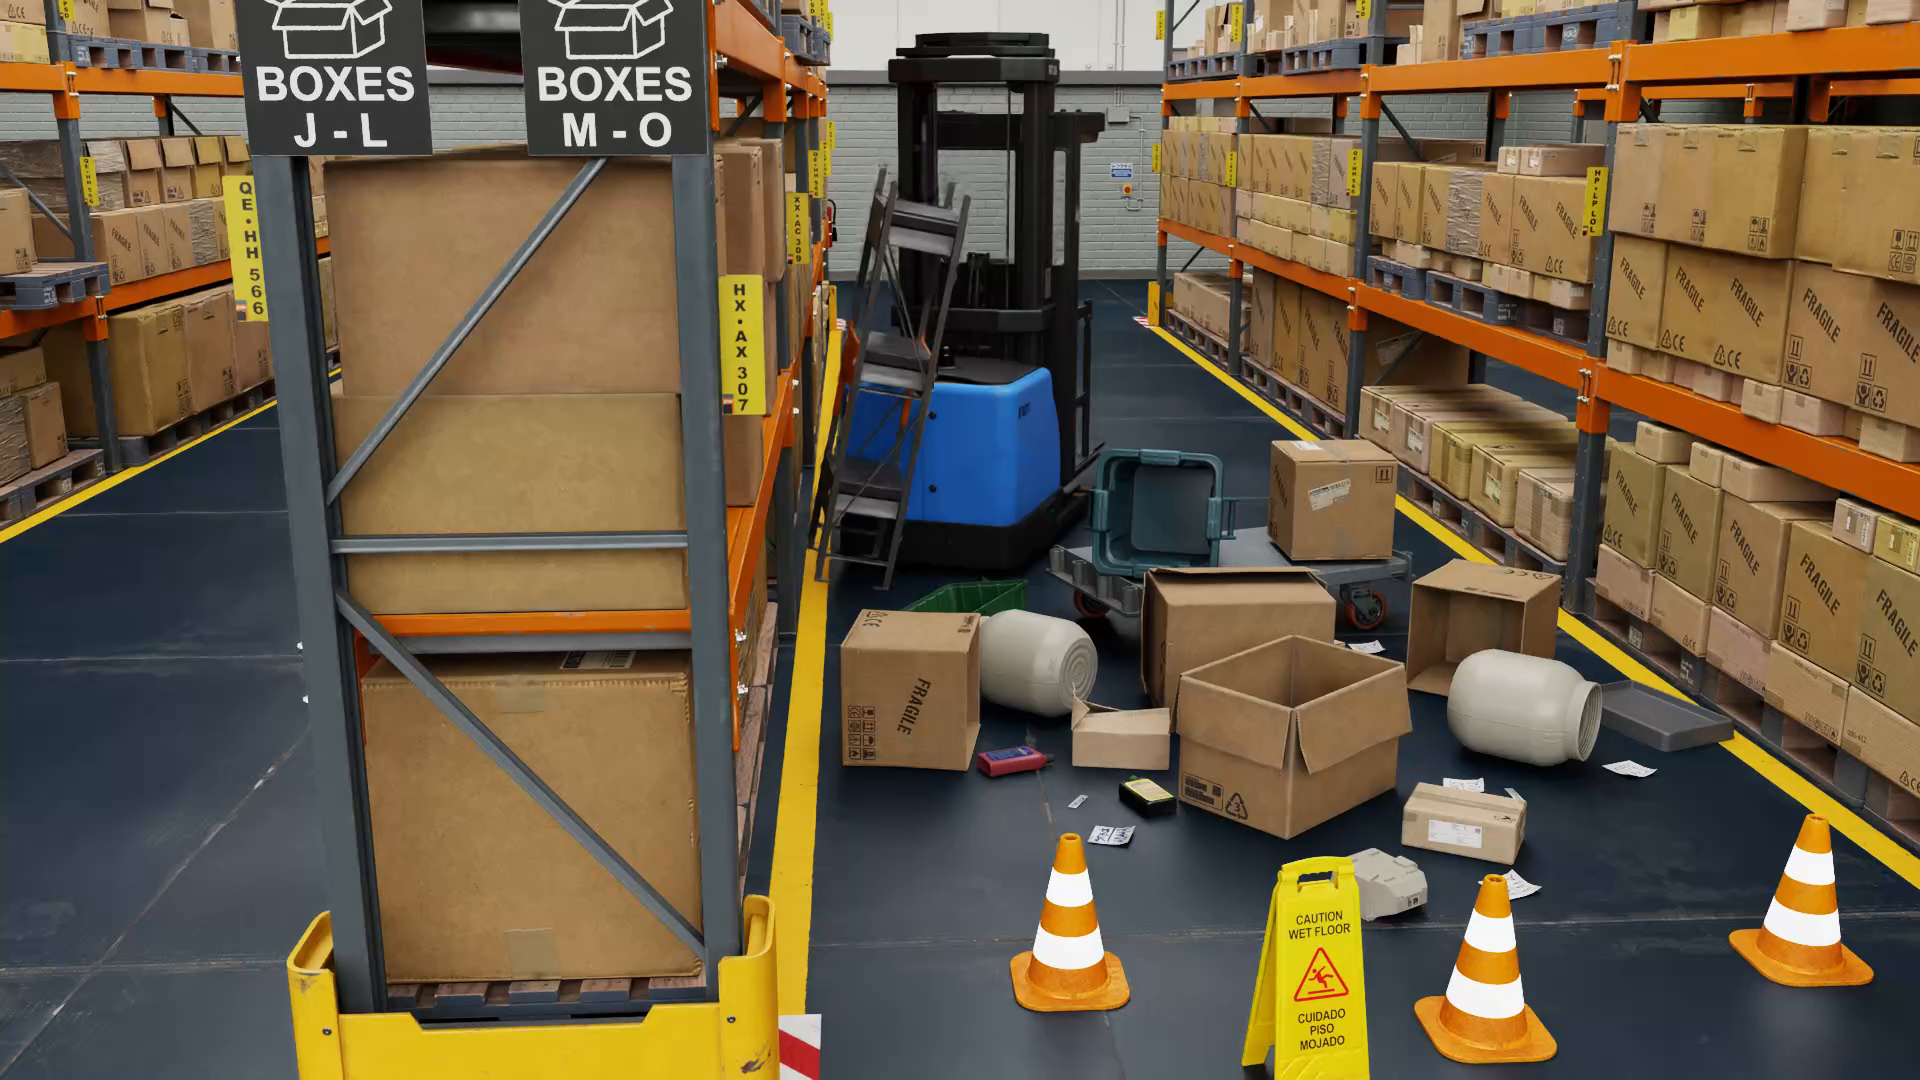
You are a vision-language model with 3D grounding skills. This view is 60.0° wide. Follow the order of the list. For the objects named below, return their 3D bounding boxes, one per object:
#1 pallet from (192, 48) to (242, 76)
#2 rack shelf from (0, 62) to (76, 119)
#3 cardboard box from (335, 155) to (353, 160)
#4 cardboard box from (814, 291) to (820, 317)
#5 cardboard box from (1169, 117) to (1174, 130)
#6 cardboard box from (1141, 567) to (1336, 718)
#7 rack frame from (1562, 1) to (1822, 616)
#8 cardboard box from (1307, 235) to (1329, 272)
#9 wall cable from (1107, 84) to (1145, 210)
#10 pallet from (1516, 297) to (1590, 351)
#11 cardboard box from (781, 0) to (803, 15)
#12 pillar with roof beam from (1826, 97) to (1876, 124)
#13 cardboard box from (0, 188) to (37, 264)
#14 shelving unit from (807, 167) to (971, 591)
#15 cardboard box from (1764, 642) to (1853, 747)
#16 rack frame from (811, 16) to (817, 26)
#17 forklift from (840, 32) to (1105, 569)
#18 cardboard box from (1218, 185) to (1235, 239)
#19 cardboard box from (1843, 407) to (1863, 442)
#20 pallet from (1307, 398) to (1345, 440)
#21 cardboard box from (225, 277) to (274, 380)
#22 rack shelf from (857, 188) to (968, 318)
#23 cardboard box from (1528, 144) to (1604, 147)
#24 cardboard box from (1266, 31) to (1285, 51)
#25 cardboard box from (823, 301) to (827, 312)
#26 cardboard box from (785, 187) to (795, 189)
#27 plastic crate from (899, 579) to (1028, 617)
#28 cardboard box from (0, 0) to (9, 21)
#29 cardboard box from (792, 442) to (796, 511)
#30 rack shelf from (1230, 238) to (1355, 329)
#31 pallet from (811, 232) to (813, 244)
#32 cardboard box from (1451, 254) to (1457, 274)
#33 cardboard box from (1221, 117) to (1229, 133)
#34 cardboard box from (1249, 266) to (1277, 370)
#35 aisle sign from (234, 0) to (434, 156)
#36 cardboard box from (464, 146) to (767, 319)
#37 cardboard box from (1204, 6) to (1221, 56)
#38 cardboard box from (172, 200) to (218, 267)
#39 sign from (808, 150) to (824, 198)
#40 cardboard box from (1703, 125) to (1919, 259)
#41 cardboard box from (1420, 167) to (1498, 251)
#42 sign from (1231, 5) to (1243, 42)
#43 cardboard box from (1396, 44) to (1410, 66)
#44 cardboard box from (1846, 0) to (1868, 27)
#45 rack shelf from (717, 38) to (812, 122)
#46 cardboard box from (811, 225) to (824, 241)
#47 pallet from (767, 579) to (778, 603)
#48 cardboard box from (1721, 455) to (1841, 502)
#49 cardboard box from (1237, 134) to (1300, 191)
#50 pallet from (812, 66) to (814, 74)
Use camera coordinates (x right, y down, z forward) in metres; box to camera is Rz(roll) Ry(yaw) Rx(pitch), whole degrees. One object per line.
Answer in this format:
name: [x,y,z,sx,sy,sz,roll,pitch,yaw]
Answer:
pallet: [-6.655,-4.054,14.128,0.805,0.209,1.217,-1,15,-6]
rack shelf: [-6.390,-2.534,9.278,1.077,0.370,4.000,-1,14,-3]
cardboard box: [-6.717,-4.234,18.661,0.500,0.500,0.500,-1,14,-3]
cardboard box: [-1.488,-2.020,14.525,0.500,0.250,0.500,0,14,-1]
cardboard box: [2.627,-4.824,19.245,0.380,0.149,0.250,-1,14,-2]
cardboard box: [1.171,0.423,7.100,0.797,0.637,0.503,-1,14,-3]
rack frame: [3.625,-1.085,8.223,1.000,3.000,0.127,-1,14,-3]
cardboard box: [3.040,-2.256,13.074,0.500,0.250,0.500,-1,14,-2]
wall cable: [2.509,-5.979,25.141,0.585,1.953,0.123,-1,14,-3]
pallet: [3.723,-1.184,8.995,1.003,0.211,1.213,-1,14,-3]
cardboard box: [-1.170,-3.303,9.580,0.500,0.500,0.500,-1,14,-3]
pillar with roof beam: [4.643,-6.178,15.979,9.100,9.000,0.400,-1,14,-3]
cardboard box: [-6.440,-2.045,10.911,0.500,0.500,0.500,-3,15,-10]
shelving unit: [-0.393,-0.820,8.654,0.431,2.100,0.503,8,18,-13]
cardboard box: [3.492,0.582,6.419,0.500,0.250,0.500,-1,14,-5]
rack frame: [-1.805,-5.878,14.814,1.000,3.000,0.127,-1,14,-3]
forklift: [0.253,-1.581,10.288,1.130,2.935,3.031,5,15,17]
cardboard box: [2.846,-3.234,16.377,0.500,0.500,0.500,-1,14,-3]
cardboard box: [3.561,-0.439,6.216,0.380,0.149,0.250,-1,14,-3]
pallet: [3.404,-0.927,13.204,1.003,0.211,1.213,-1,14,-3]
cardboard box: [-6.702,-1.937,14.956,1.225,0.875,0.875,-1,14,-3]
rack shelf: [-0.252,-1.459,8.448,0.431,0.518,0.480,8,18,-13]
cardboard box: [3.760,-2.387,10.343,0.380,0.149,0.250,-2,15,-6]
cardboard box: [2.859,-4.297,14.315,0.380,0.166,0.250,-2,15,-7]
cardboard box: [-1.656,-2.550,18.199,0.380,0.149,0.250,-1,14,-3]
cardboard box: [-1.411,-2.533,12.318,0.380,0.149,0.250,-1,14,-5]
plastic crate: [0.009,0.374,8.082,0.450,0.188,0.662,-4,11,28]
cardboard box: [-6.192,-3.428,10.105,0.500,0.500,0.500,-1,14,-4]
cardboard box: [-1.493,-0.490,9.584,1.050,0.750,0.750,-1,14,-3]
rack shelf: [3.254,-2.229,14.112,1.077,0.370,4.000,-1,14,-3]
pallet: [-1.720,-2.377,13.630,1.003,0.211,1.213,-1,14,-3]
cardboard box: [3.313,-1.741,10.435,0.380,0.149,0.250,0,14,-1]
cardboard box: [2.846,-4.185,16.763,0.380,0.149,0.250,-1,14,-4]
cardboard box: [3.248,-2.096,15.574,0.875,0.875,0.875,0,14,-2]
aisle sign: [-1.356,-1.225,3.552,0.394,0.787,0.004,-1,14,-3]
cardboard box: [-1.071,-0.954,5.245,0.875,0.550,0.550,-1,14,-3]
cardboard box: [2.857,-5.319,17.414,0.500,0.500,0.500,-1,14,-2]
cardboard box: [-6.371,-2.480,13.445,0.500,0.500,0.500,-1,14,-3]
sign: [-1.003,-2.548,11.587,0.100,0.325,0.005,-1,14,-3]
cardboard box: [3.450,-1.396,6.629,0.700,0.500,0.500,-1,14,-5]
cardboard box: [3.253,-2.099,10.523,0.500,0.500,0.500,-1,14,-2]
sign: [2.576,-4.807,15.473,0.100,0.325,0.005,-1,14,-3]
cardboard box: [3.227,-3.330,11.432,0.380,0.149,0.250,-1,14,-3]
cardboard box: [3.495,-1.950,6.072,0.380,0.149,0.250,-1,14,-3]
rack shelf: [-1.433,-2.585,9.478,1.077,0.370,4.000,-1,14,-3]
cardboard box: [-1.496,-2.927,15.886,0.380,0.149,0.250,0,14,-1]
pallet: [-1.432,0.176,8.917,1.003,0.211,1.213,-1,14,-3]
cardboard box: [3.393,-0.256,6.872,0.380,0.149,0.250,0,14,0]
cardboard box: [2.870,-3.493,15.376,0.500,0.500,0.500,-1,14,-3]
pallet: [-1.805,-3.922,13.606,1.213,0.211,1.003,-1,14,-3]
